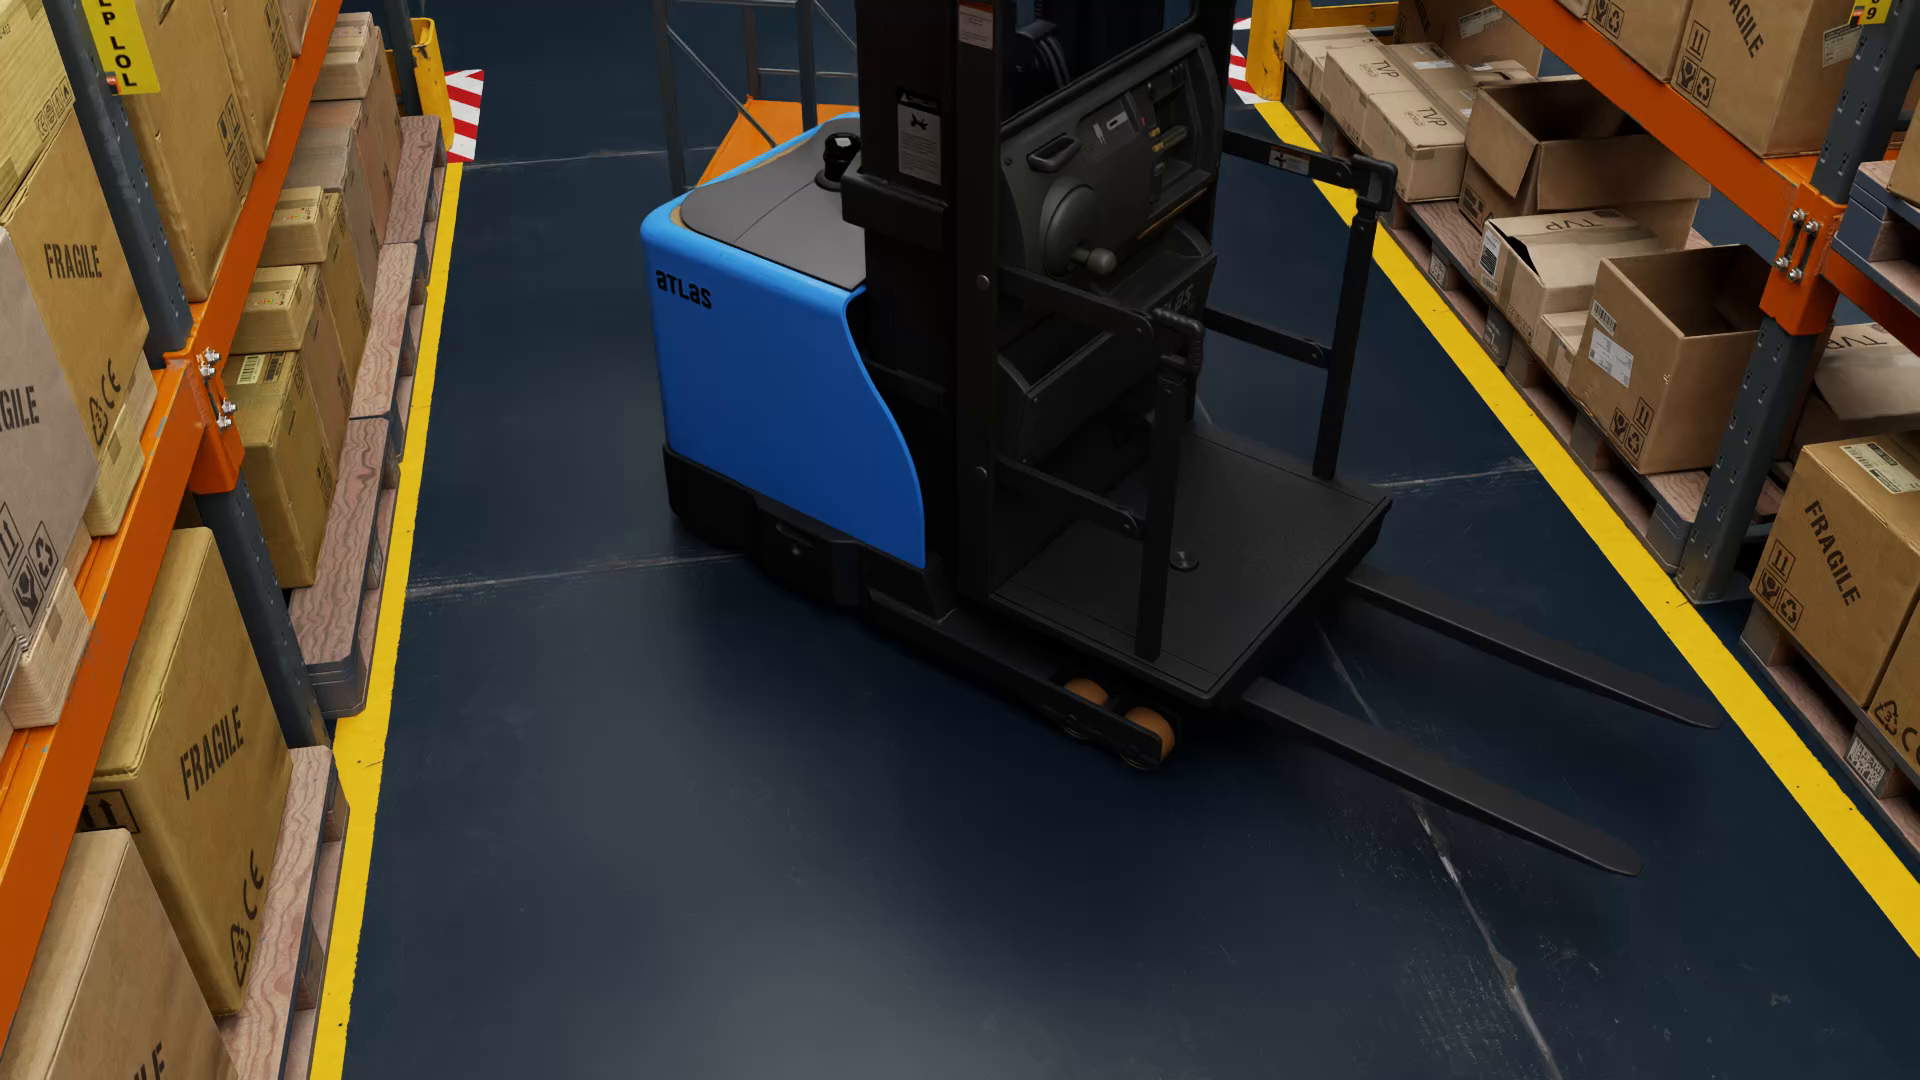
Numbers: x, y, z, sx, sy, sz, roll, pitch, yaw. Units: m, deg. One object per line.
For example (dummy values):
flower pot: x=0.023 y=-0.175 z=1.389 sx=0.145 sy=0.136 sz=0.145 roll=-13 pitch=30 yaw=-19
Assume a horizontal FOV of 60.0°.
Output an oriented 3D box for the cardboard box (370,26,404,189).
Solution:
cardboard box: x=-2.674 y=-1.720 z=6.714 sx=0.700 sy=0.500 sz=0.500 roll=-6 pitch=38 yaw=-8

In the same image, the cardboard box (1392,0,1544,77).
cardboard box: x=2.319 y=-2.373 z=7.539 sx=0.500 sy=0.500 sz=0.500 roll=-6 pitch=38 yaw=-8

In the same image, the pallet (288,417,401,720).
pallet: x=-2.251 y=0.096 z=4.954 sx=1.003 sy=0.211 sz=1.213 roll=-6 pitch=38 yaw=-8

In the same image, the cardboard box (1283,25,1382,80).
cardboard box: x=1.716 y=-2.246 z=7.662 sx=0.380 sy=0.149 sz=0.250 roll=-6 pitch=38 yaw=-8

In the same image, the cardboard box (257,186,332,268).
cardboard box: x=-2.197 y=-0.977 z=5.229 sx=0.380 sy=0.149 sz=0.250 roll=-7 pitch=38 yaw=-9

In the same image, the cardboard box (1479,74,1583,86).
cardboard box: x=2.456 y=-1.697 z=6.873 sx=0.500 sy=0.250 sz=0.500 roll=-6 pitch=38 yaw=-8

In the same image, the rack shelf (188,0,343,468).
rack shelf: x=-2.545 y=-1.461 z=5.272 sx=1.077 sy=0.370 sz=4.000 roll=-6 pitch=38 yaw=-8

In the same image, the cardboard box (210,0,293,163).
cardboard box: x=-2.396 y=-1.427 z=4.397 sx=0.980 sy=0.700 sz=0.700 roll=-7 pitch=38 yaw=-9

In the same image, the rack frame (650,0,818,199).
rack frame: x=-0.704 y=-1.143 z=5.499 sx=0.500 sy=1.500 sz=0.032 roll=5 pitch=38 yaw=7

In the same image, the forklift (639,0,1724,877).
forklift: x=0.563 y=-0.915 z=4.038 sx=3.031 sy=2.935 sz=1.130 roll=25 pitch=44 yaw=28

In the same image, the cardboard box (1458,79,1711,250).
cardboard box: x=2.348 y=-1.395 z=6.276 sx=0.797 sy=0.503 sz=0.637 roll=-6 pitch=38 yaw=-8

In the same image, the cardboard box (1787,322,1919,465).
cardboard box: x=2.821 y=-0.461 z=5.232 sx=0.500 sy=0.311 sz=0.500 roll=-6 pitch=38 yaw=-8

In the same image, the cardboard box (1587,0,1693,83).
cardboard box: x=2.250 y=-1.697 z=4.908 sx=0.500 sy=0.500 sz=0.500 roll=-5 pitch=38 yaw=-7

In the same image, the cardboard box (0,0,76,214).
cardboard box: x=-1.861 y=-0.744 z=2.811 sx=0.500 sy=0.250 sz=0.500 roll=-5 pitch=38 yaw=-7

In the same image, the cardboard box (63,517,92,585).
cardboard box: x=-1.788 y=0.039 z=2.944 sx=0.380 sy=0.149 sz=0.250 roll=-5 pitch=38 yaw=-7

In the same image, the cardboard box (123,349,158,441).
cardboard box: x=-1.856 y=-0.272 z=3.344 sx=0.380 sy=0.149 sz=0.250 roll=-6 pitch=38 yaw=-8

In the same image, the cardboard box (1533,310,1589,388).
cardboard box: x=2.178 y=-0.654 z=5.612 sx=0.380 sy=0.149 sz=0.250 roll=-6 pitch=38 yaw=-8

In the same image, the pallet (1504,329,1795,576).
pallet: x=2.563 y=-0.386 z=5.575 sx=1.003 sy=0.211 sz=1.213 roll=-6 pitch=38 yaw=-8

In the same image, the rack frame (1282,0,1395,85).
rack frame: x=1.981 y=-3.488 z=7.295 sx=1.000 sy=3.000 sz=0.127 roll=-6 pitch=38 yaw=-8

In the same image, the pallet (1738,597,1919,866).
pallet: x=2.862 y=0.516 z=4.414 sx=1.003 sy=0.211 sz=1.213 roll=-6 pitch=38 yaw=-8

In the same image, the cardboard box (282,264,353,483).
cardboard box: x=-2.309 y=-0.483 z=5.121 sx=0.700 sy=0.500 sz=0.500 roll=-7 pitch=38 yaw=-8

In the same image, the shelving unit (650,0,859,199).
shelving unit: x=-0.630 y=-1.457 z=5.903 sx=0.587 sy=1.500 sz=1.083 roll=5 pitch=38 yaw=7

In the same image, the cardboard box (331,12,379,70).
cardboard box: x=-2.472 y=-1.918 z=6.441 sx=0.380 sy=0.149 sz=0.250 roll=-7 pitch=38 yaw=-8

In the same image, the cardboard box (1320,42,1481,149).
cardboard box: x=1.884 y=-1.915 z=7.153 sx=0.500 sy=0.250 sz=0.500 roll=-6 pitch=38 yaw=-8

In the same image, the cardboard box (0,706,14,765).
cardboard box: x=-1.706 y=0.347 z=2.547 sx=0.380 sy=0.149 sz=0.250 roll=-6 pitch=38 yaw=-8

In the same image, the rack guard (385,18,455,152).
rack guard: x=-2.900 y=-1.981 z=7.392 sx=1.175 sy=0.500 sz=0.348 roll=-6 pitch=38 yaw=-8

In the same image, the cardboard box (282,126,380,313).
cardboard box: x=-2.498 y=-1.114 z=5.934 sx=0.700 sy=0.500 sz=0.500 roll=-7 pitch=38 yaw=-9

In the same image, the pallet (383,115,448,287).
pallet: x=-2.678 y=-1.378 z=6.851 sx=1.003 sy=0.211 sz=1.213 roll=-6 pitch=38 yaw=-8

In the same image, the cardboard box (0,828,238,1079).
cardboard box: x=-1.794 y=1.061 z=2.849 sx=0.750 sy=0.750 sz=0.750 roll=-5 pitch=38 yaw=-7

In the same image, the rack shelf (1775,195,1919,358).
rack shelf: x=3.033 y=0.420 z=2.851 sx=1.077 sy=0.370 sz=4.000 roll=-6 pitch=38 yaw=-8

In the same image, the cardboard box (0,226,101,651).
cardboard box: x=-1.766 y=-0.143 z=2.649 sx=0.500 sy=0.500 sz=0.500 roll=-6 pitch=38 yaw=-8

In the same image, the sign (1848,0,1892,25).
sign: x=2.149 y=-1.351 z=3.839 sx=0.100 sy=0.325 sz=0.005 roll=-6 pitch=38 yaw=-8

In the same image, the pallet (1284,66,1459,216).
pallet: x=2.135 y=-1.860 z=7.472 sx=1.003 sy=0.211 sz=1.213 roll=-6 pitch=38 yaw=-8

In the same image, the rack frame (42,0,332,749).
rack frame: x=-2.194 y=-0.537 z=3.497 sx=1.000 sy=3.000 sz=0.127 roll=-6 pitch=38 yaw=-8

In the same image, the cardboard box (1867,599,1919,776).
cardboard box: x=2.631 y=0.380 z=3.994 sx=0.500 sy=0.500 sz=0.500 roll=-6 pitch=38 yaw=-7
